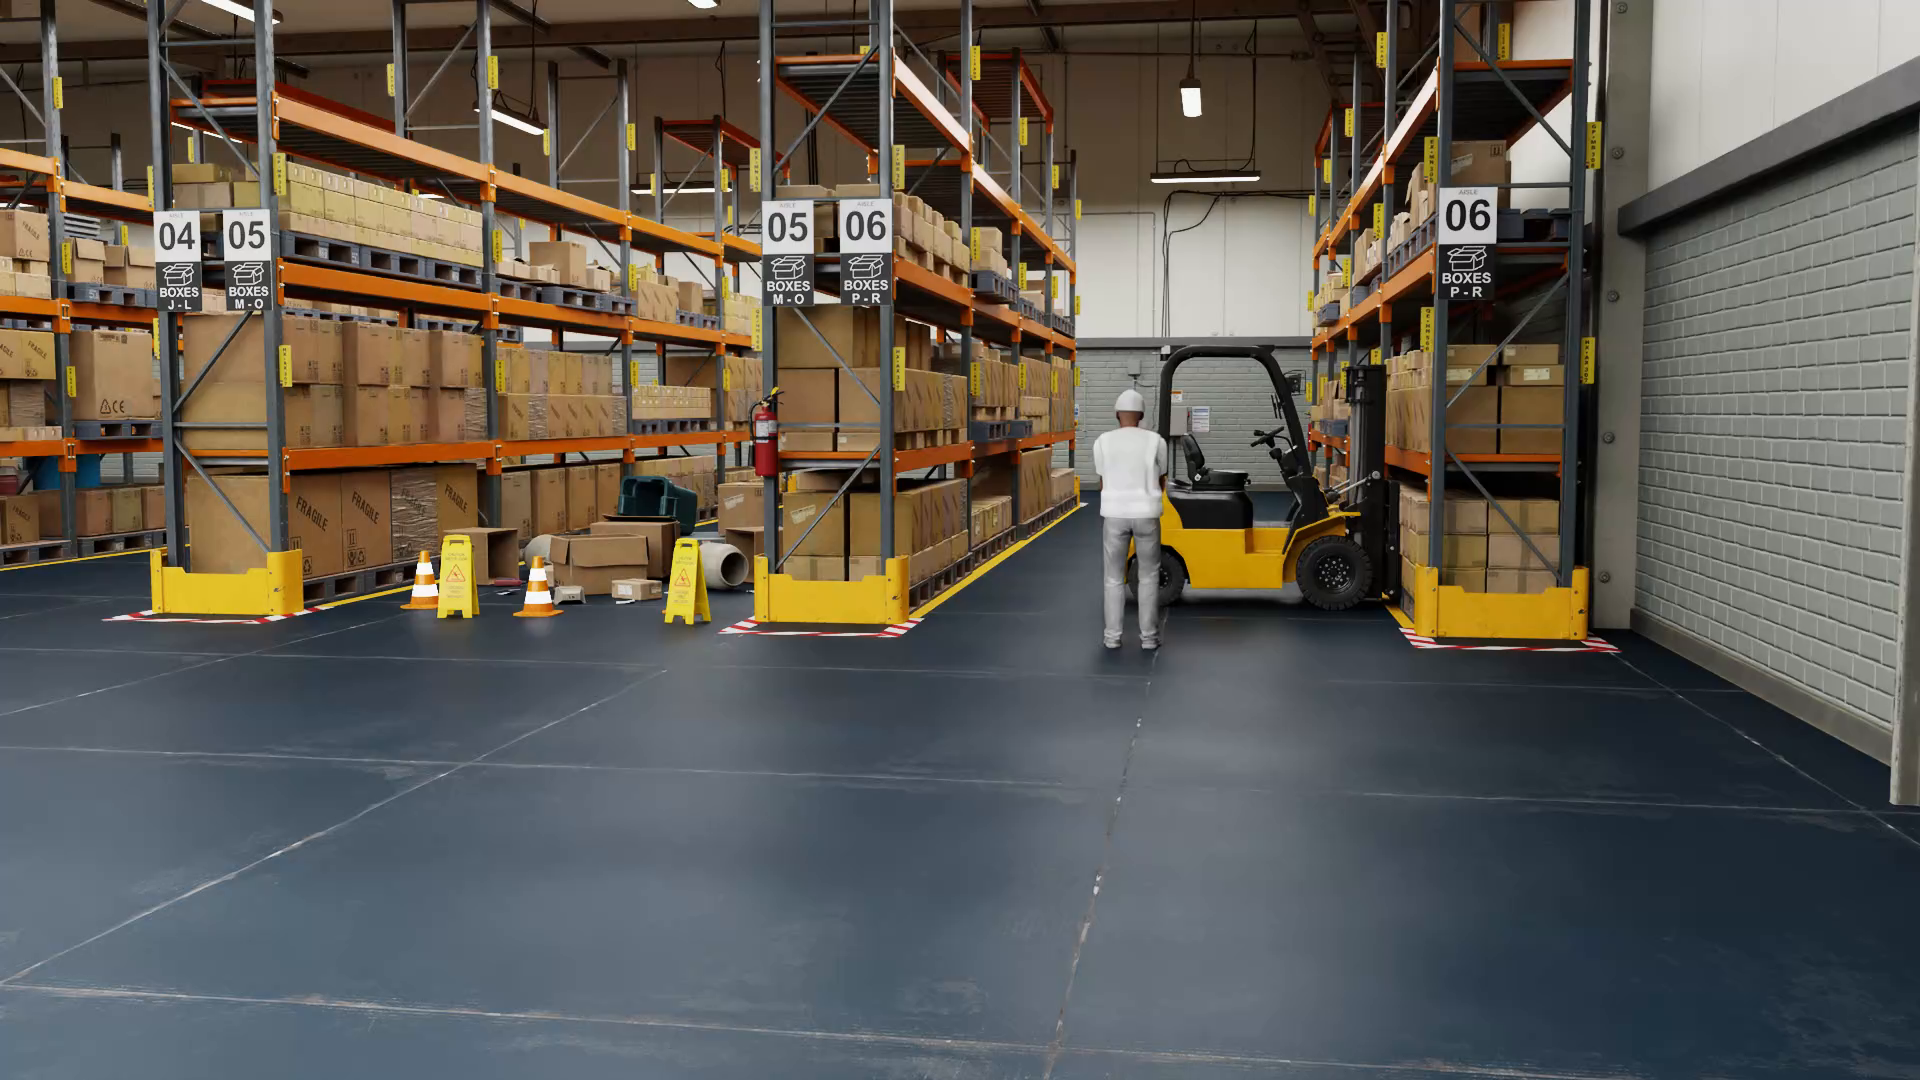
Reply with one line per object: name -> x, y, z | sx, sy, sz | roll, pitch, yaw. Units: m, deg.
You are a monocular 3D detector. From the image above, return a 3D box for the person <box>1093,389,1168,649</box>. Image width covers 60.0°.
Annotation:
person -> 1.178, -0.152, 11.470 | 0.505, 1.763, 0.568 | 1, 4, 8
